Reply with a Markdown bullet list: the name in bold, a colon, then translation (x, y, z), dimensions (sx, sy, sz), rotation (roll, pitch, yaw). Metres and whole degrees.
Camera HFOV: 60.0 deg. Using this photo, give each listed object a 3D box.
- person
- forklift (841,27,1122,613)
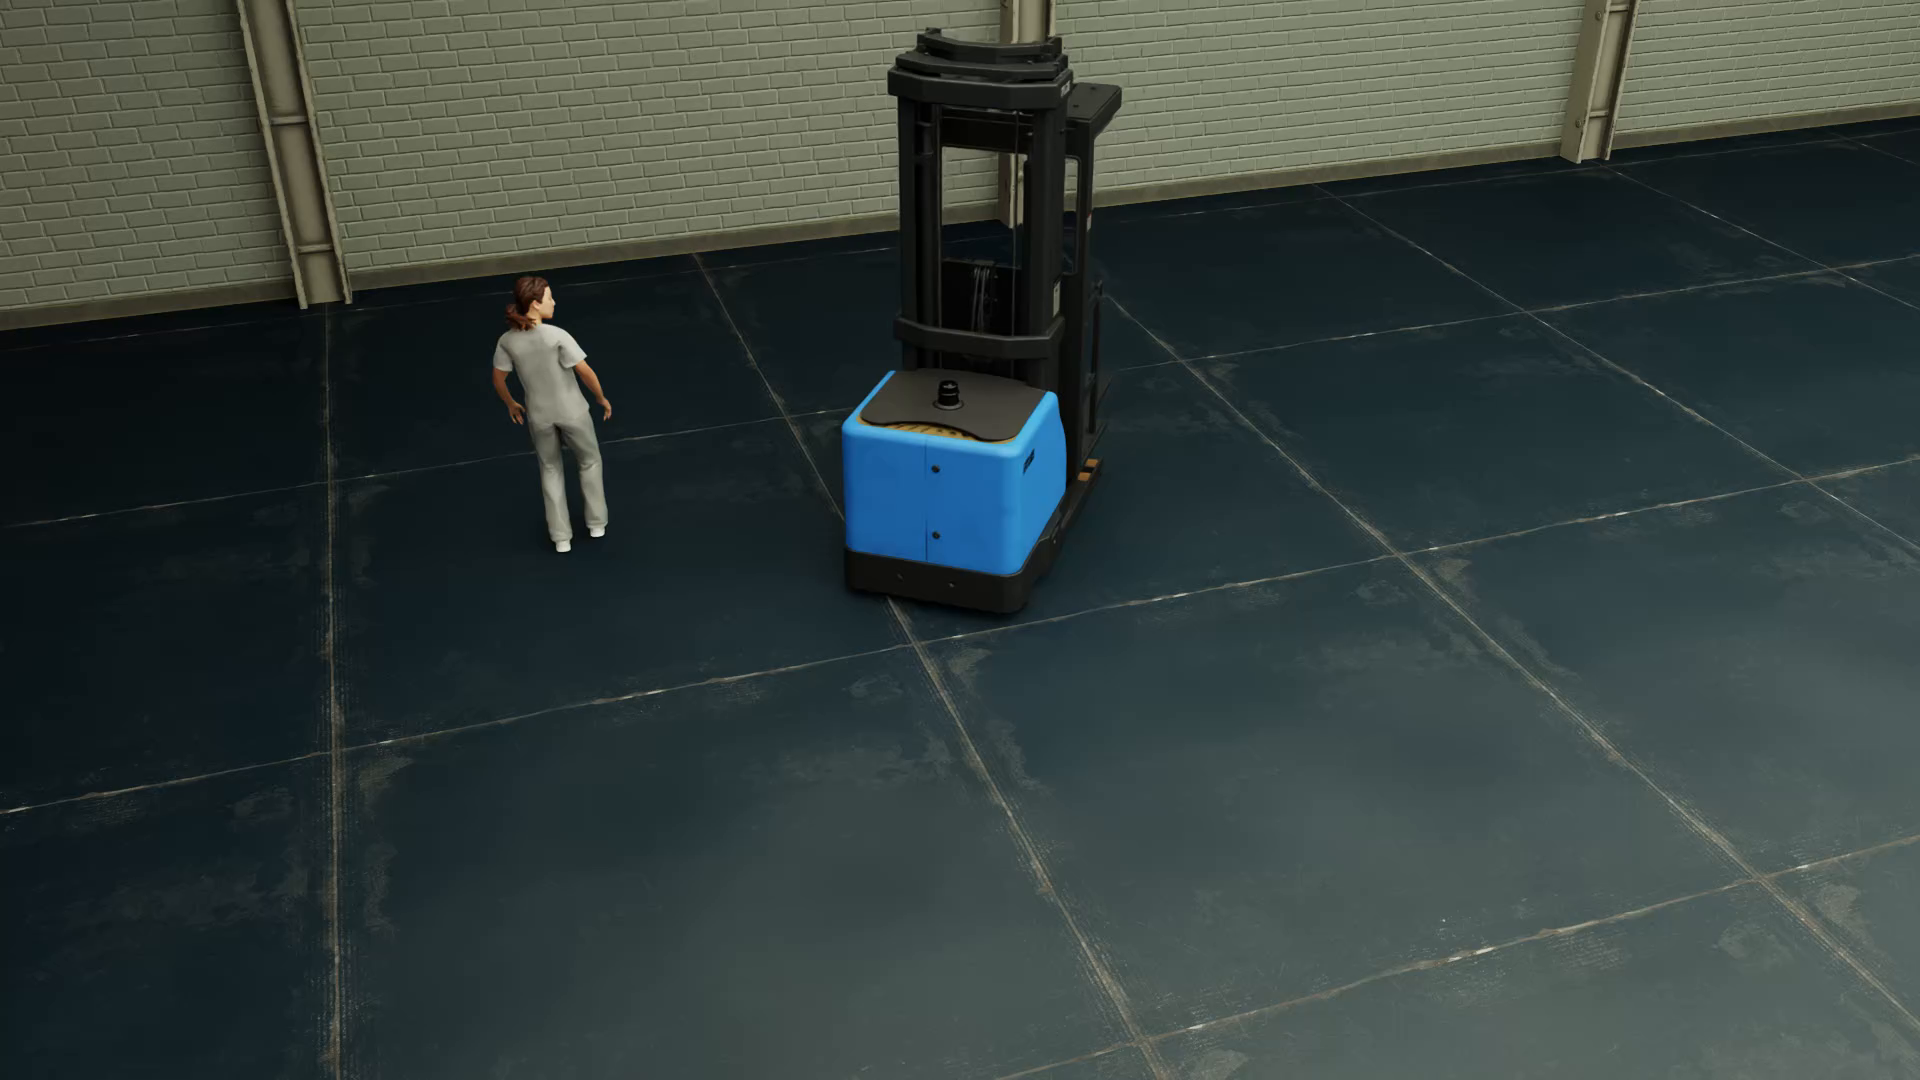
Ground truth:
- **person**: translation (-2.346, -0.751, 9.677), dimensions (0.646, 1.653, 0.482), rotation (0, 30, 0)
- **forklift**: translation (0.283, -1.587, 9.845), dimensions (1.130, 2.935, 3.031), rotation (9, 31, 16)
